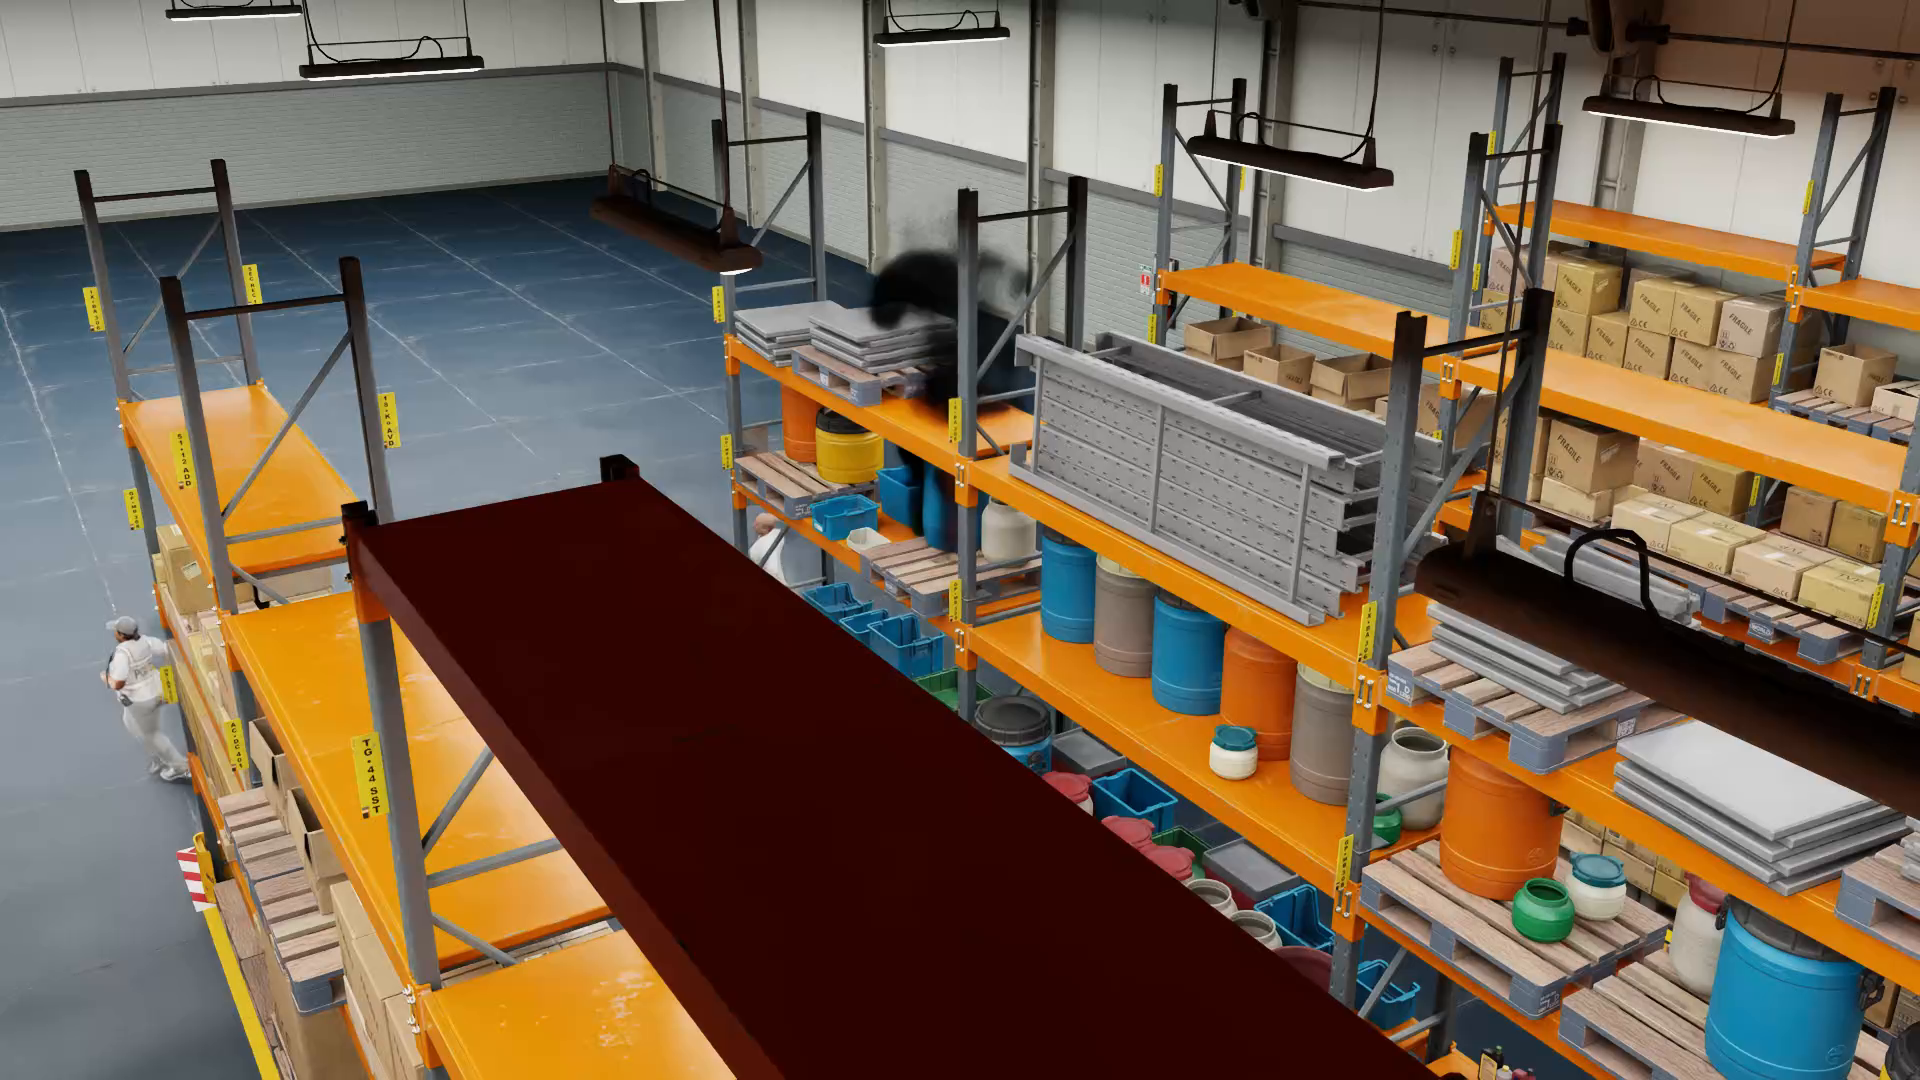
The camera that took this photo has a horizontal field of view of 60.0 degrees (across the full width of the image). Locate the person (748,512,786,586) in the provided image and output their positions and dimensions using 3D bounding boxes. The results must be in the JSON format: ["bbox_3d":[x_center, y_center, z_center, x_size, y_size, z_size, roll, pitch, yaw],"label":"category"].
[{"bbox_3d":[-2.085,0.520,17.750,0.777,1.790,0.764,7,23,17],"label":"person"}]

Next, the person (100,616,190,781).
[{"bbox_3d":[-7.605,1.496,15.464,0.678,1.694,0.586,3,22,6],"label":"person"}]
